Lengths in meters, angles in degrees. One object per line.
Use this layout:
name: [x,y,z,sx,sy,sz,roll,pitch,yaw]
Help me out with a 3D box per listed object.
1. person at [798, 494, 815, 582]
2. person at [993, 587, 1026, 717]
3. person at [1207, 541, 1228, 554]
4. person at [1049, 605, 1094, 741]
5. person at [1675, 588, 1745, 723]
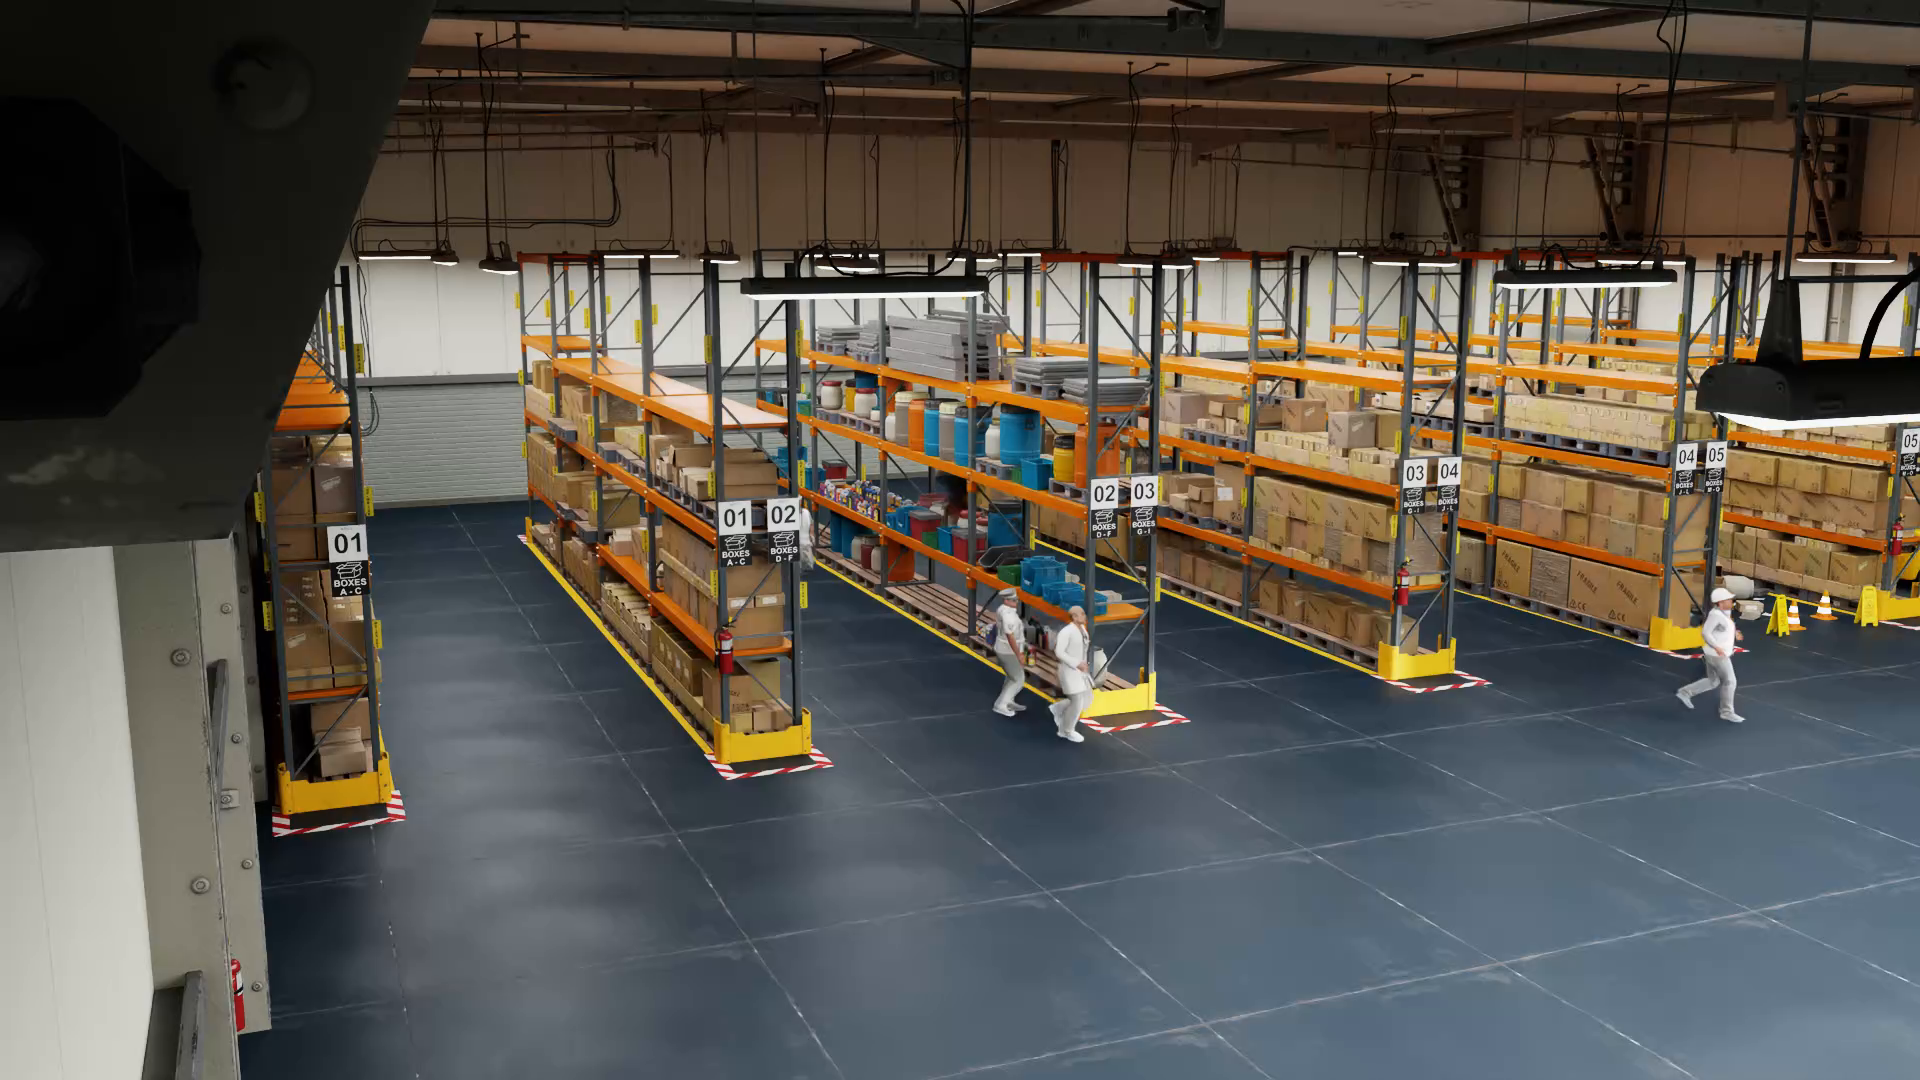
person: [-2.728,0.087,28.117,0.679,1.745,0.570,-7,12,-32]
person: [0.669,1.485,22.159,0.520,1.758,0.600,-1,10,-7]
person: [5.150,-0.366,32.760,0.537,1.561,0.590,-7,13,-34]
person: [1.436,1.682,21.125,0.661,1.735,0.732,6,12,29]
person: [9.967,1.499,21.974,0.862,1.781,0.652,4,11,20]
